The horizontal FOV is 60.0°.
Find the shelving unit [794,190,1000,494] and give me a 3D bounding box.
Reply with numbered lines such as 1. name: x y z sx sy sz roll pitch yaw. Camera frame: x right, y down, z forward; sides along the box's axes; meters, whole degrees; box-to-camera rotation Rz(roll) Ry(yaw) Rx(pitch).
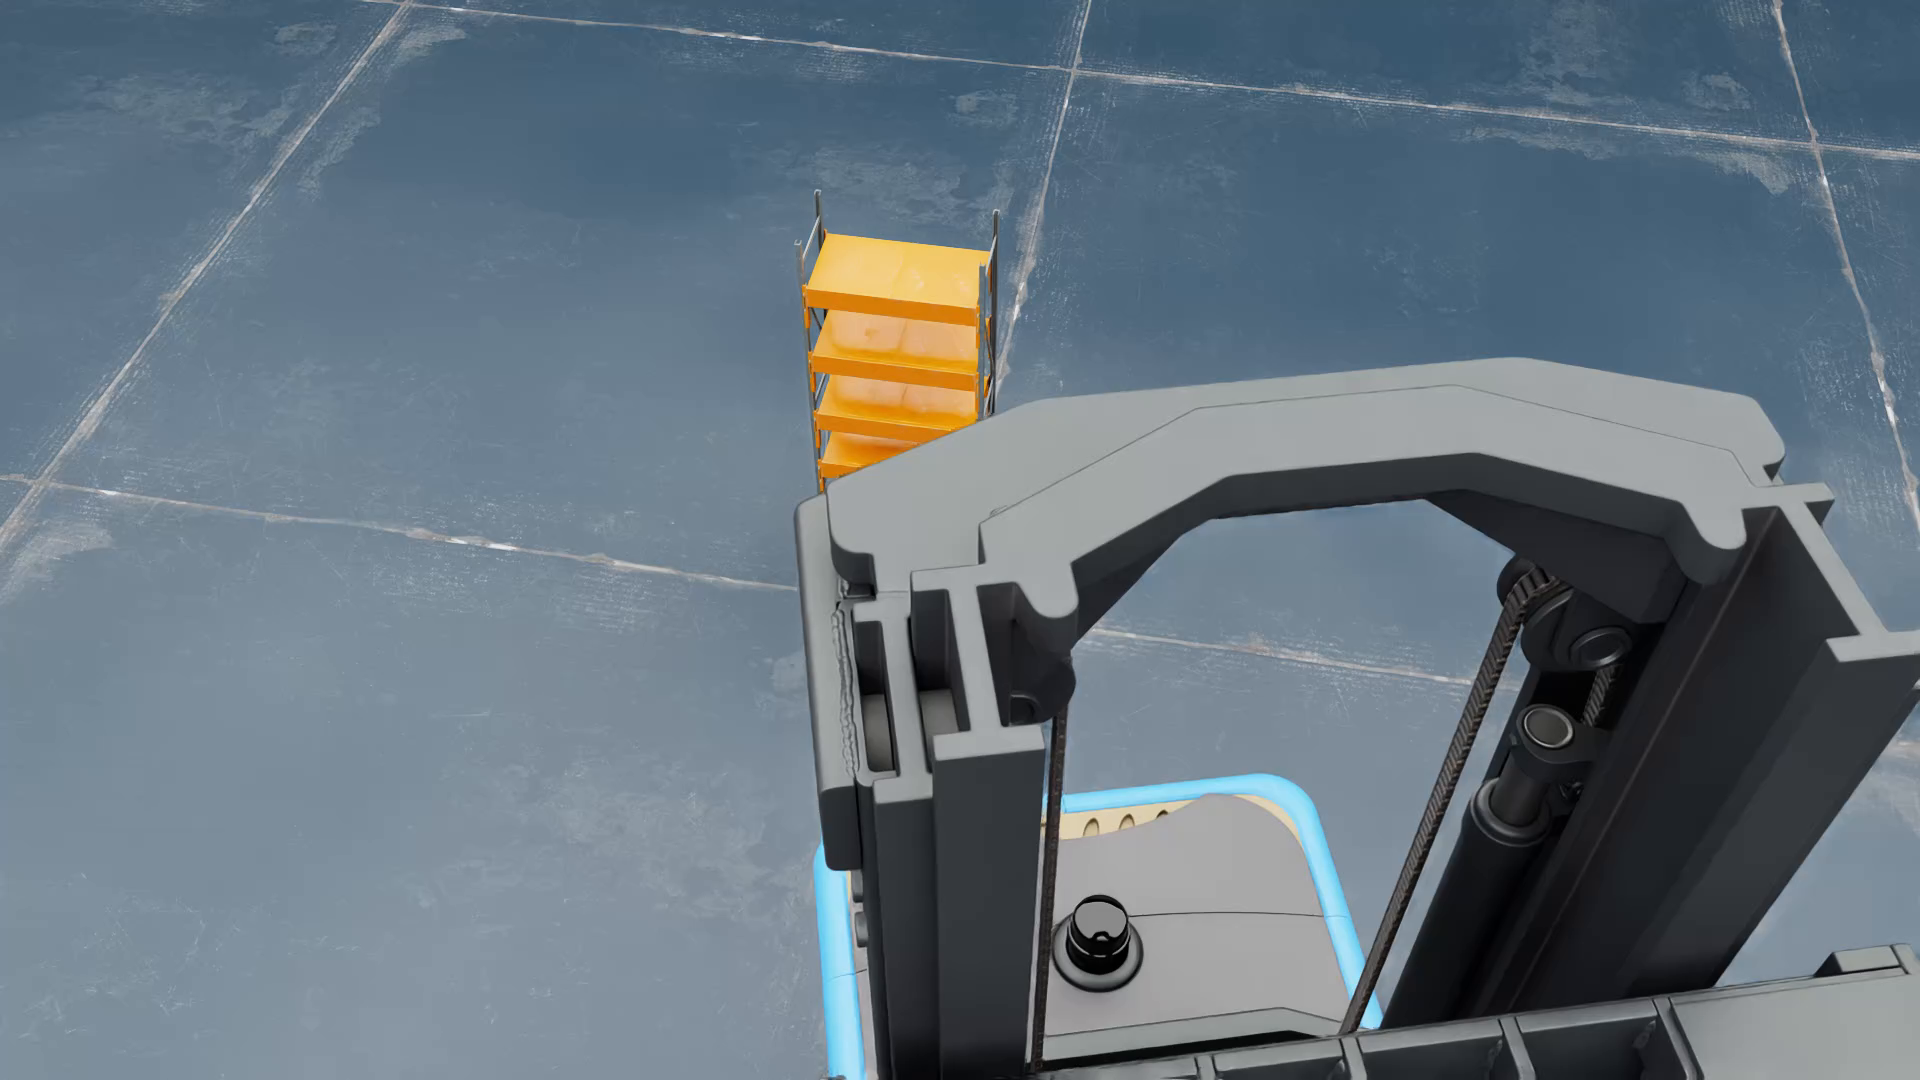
1. shelving unit: -0.163 -0.423 4.823 0.503 1.200 0.258 8 49 7

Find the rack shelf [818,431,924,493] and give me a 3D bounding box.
1. rack shelf: -0.163 -0.245 5.021 0.480 0.148 0.258 8 49 7

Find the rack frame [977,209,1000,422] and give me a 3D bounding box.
1. rack frame: 0.077 -0.391 4.794 0.015 1.200 0.240 8 49 7

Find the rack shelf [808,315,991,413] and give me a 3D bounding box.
1. rack shelf: -0.163 -0.527 4.707 0.480 0.148 0.258 8 49 7

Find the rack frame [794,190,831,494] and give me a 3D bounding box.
1. rack frame: -0.403 -0.455 4.852 0.015 1.200 0.240 8 49 7

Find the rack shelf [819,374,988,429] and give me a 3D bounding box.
1. rack shelf: -0.163 -0.404 4.844 0.457 0.050 0.221 8 49 7

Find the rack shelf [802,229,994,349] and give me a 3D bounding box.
1. rack shelf: -0.163 -0.686 4.531 0.480 0.148 0.258 8 49 7

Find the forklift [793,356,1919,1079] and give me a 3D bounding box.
1. forklift: 0.327 0.961 2.459 1.129 2.867 1.939 -6 48 -5
